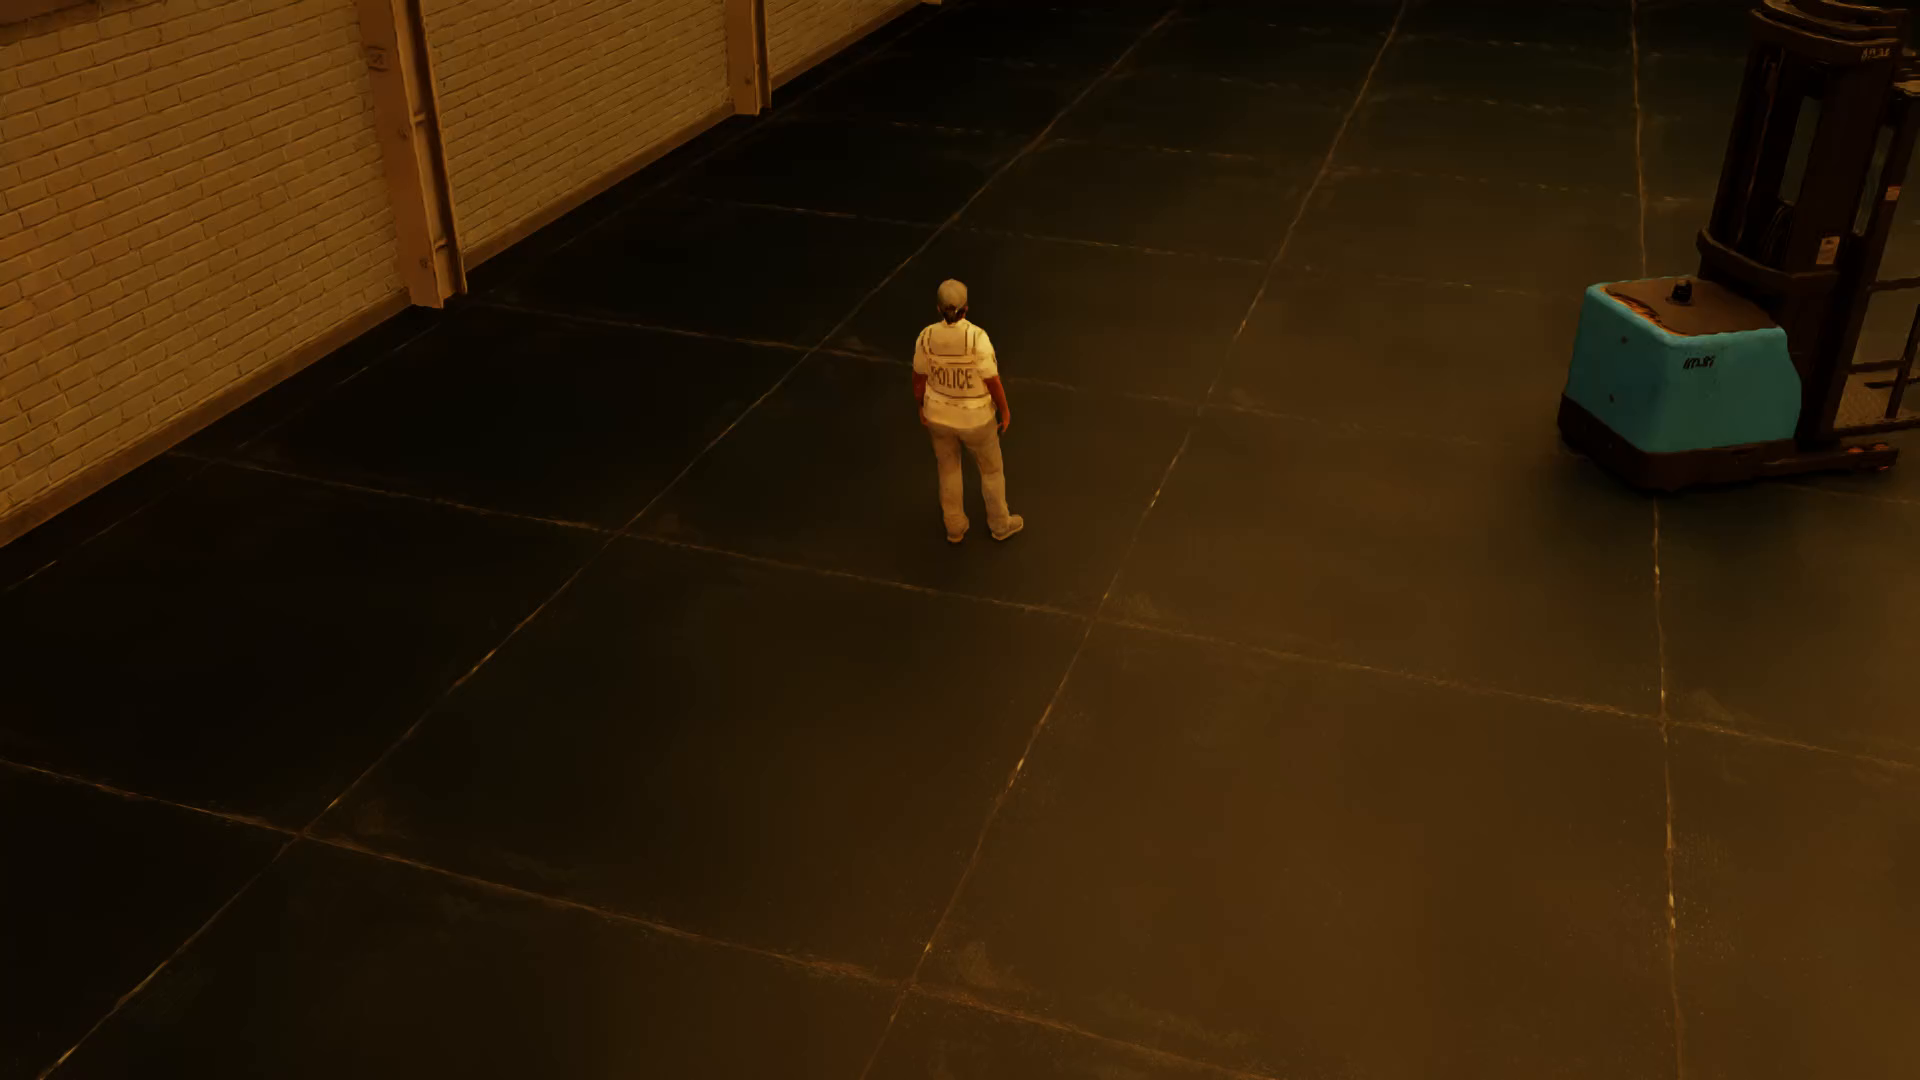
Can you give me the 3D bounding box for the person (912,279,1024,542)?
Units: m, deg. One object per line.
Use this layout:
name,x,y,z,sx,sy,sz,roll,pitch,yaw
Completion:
person,0.046,-0.762,9.736,0.598,1.669,0.529,10,31,16

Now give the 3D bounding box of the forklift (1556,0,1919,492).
forklift,5.639,-1.956,10.568,3.031,2.935,1.130,-7,30,-12
